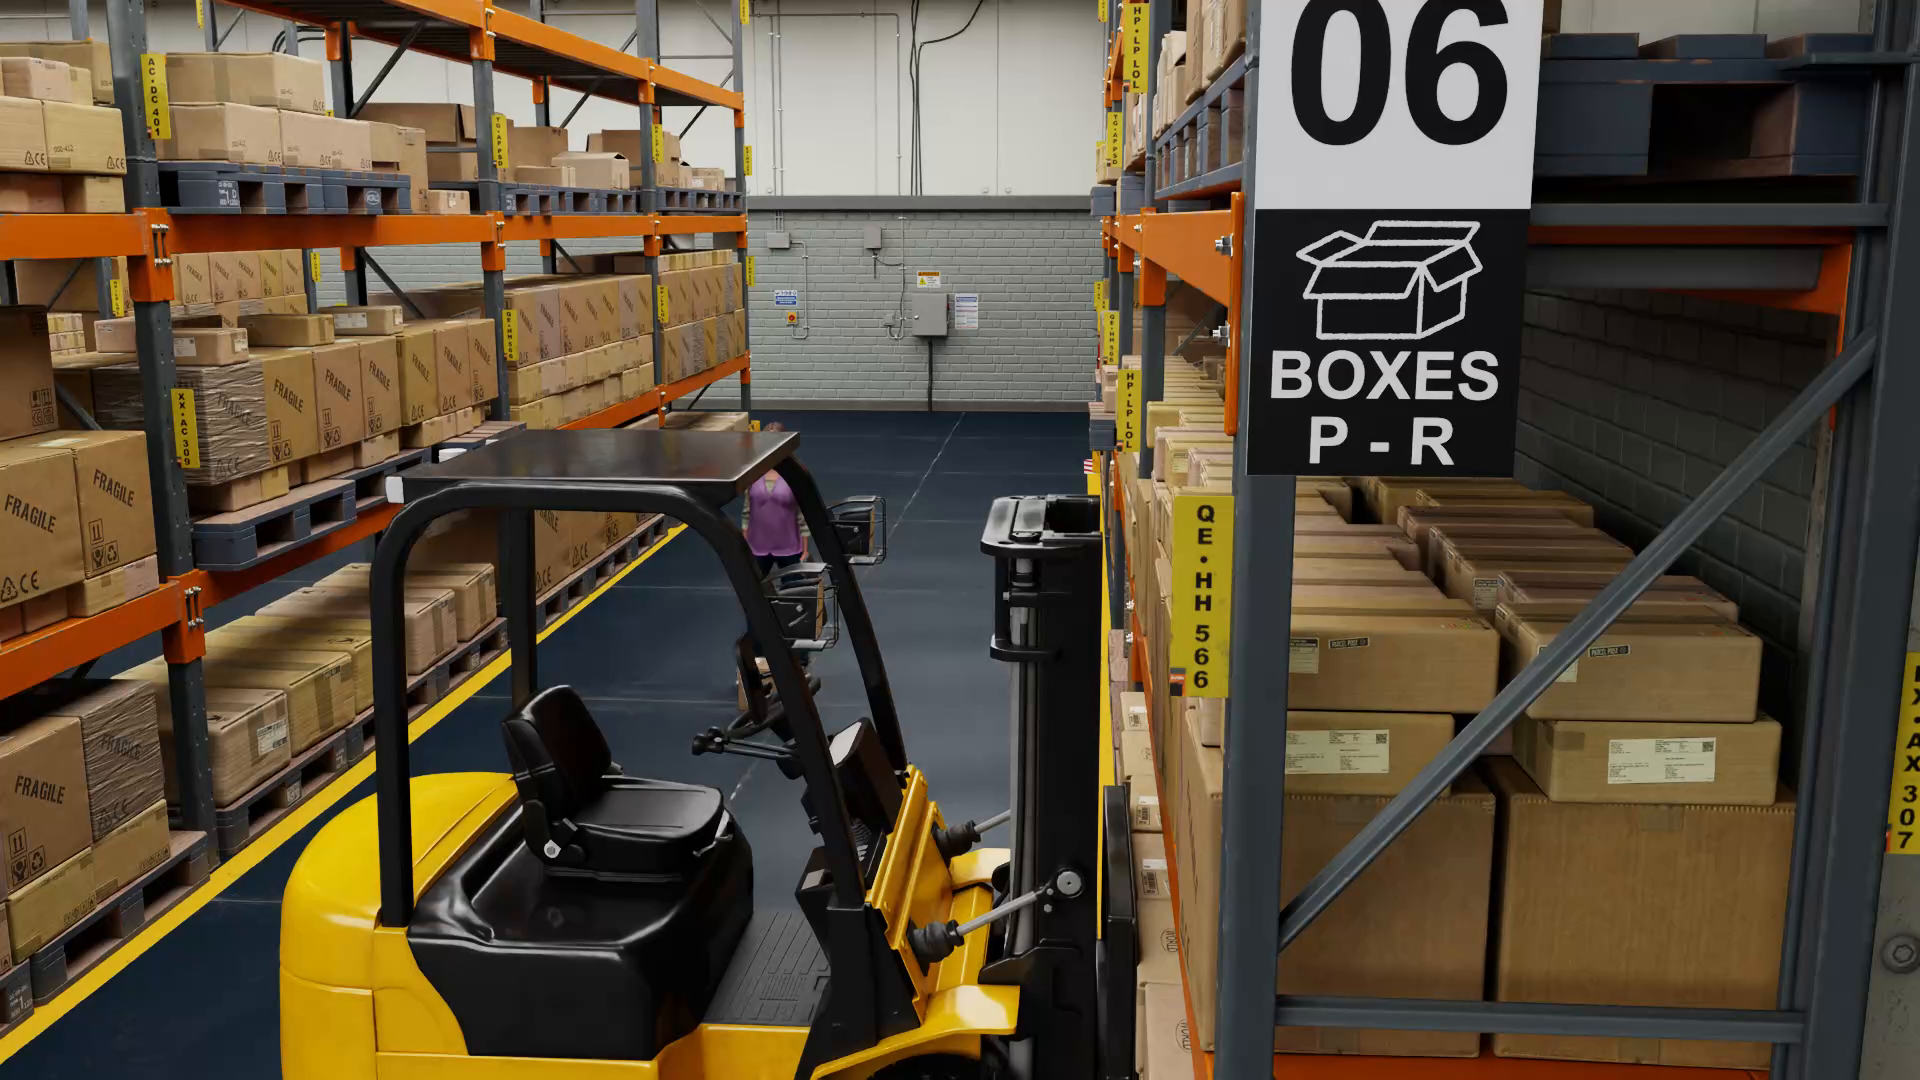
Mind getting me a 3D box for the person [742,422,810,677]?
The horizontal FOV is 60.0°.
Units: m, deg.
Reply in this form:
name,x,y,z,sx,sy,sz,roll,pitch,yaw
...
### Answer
name,x,y,z,sx,sy,sz,roll,pitch,yaw
person,-1.111,0.087,10.000,0.422,1.597,0.327,1,11,5
